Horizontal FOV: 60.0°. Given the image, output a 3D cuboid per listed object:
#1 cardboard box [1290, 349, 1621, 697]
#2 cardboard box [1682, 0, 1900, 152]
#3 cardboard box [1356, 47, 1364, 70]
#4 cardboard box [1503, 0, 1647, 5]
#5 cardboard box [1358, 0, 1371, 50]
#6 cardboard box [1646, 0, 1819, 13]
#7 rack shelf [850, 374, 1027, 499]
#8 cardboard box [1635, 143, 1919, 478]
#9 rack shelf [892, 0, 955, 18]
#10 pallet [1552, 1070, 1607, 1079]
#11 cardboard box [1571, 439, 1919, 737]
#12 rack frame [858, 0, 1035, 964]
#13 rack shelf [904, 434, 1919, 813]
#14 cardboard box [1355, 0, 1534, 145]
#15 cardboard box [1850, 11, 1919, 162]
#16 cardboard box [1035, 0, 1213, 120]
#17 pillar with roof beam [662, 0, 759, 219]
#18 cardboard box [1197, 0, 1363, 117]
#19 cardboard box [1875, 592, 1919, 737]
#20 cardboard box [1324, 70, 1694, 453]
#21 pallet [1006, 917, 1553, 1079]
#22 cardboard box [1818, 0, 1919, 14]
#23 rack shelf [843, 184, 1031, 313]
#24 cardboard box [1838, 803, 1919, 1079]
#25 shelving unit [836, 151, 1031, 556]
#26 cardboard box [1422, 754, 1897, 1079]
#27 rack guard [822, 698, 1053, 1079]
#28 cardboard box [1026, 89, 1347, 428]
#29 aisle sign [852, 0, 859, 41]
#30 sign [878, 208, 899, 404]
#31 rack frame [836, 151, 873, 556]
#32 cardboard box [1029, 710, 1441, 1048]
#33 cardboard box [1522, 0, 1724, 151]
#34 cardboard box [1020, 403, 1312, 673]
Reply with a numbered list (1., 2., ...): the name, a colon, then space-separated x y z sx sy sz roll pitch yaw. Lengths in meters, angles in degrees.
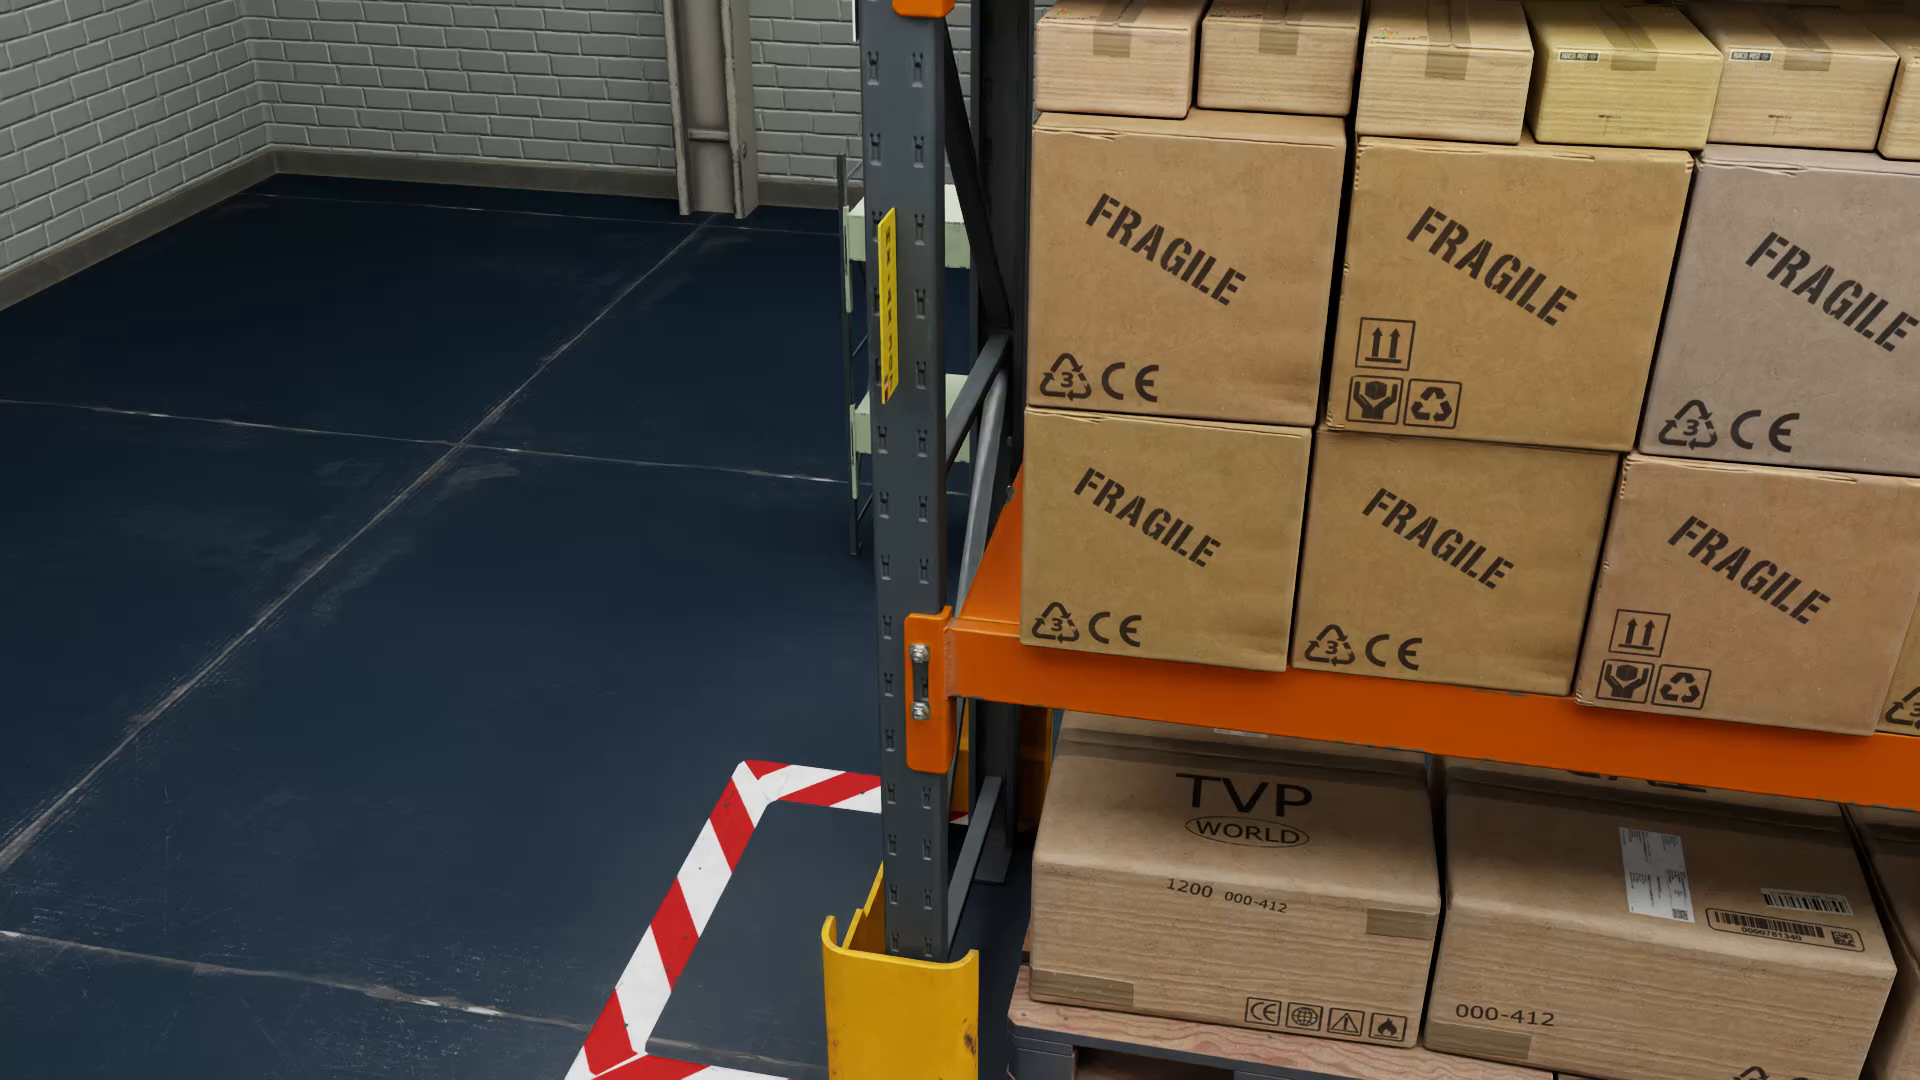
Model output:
1. cardboard box: 0.908 -0.071 3.152 0.500 0.500 0.500 5 29 10
2. cardboard box: 1.318 -0.757 2.689 0.250 0.149 0.380 6 29 11
3. cardboard box: 1.037 -0.755 3.361 0.500 0.500 0.500 6 29 11
4. cardboard box: 1.152 -1.028 3.183 0.250 0.149 0.380 7 29 12
5. cardboard box: 0.914 -1.072 3.265 0.250 0.149 0.380 6 29 10
6. cardboard box: 1.393 -0.968 3.074 0.250 0.149 0.380 6 29 10
7. rack shelf: 0.007 -0.371 6.045 0.720 0.370 0.431 6 29 11
8. cardboard box: 1.420 -0.452 2.807 0.500 0.500 0.500 6 29 10
9. rack shelf: 1.954 -1.048 2.665 4.000 0.370 1.077 6 29 11
10. pallet: 1.986 1.142 3.944 1.213 0.211 1.003 6 29 11
11. cardboard box: 1.402 -0.012 3.044 0.500 0.500 0.500 6 29 10
12. rack frame: -0.002 -0.248 3.579 0.127 3.000 1.000 6 29 11
13. rack shelf: 1.954 0.268 3.386 4.000 0.370 1.077 6 29 11
14. cardboard box: 0.789 -0.777 2.724 0.250 0.149 0.380 7 29 12
15. cardboard box: 1.553 -0.712 2.607 0.250 0.149 0.380 6 29 11
16. cardboard box: 0.288 -0.849 2.857 0.250 0.149 0.380 6 29 12
17. pillar with roof beam: -2.316 -3.883 3.972 0.400 9.000 9.100 6 29 11
18. cardboard box: 0.559 -0.856 2.870 0.250 0.149 0.380 7 29 12
19. cardboard box: 1.895 0.031 2.966 0.500 0.500 0.500 7 29 12
20. cardboard box: 0.915 -0.500 2.894 0.500 0.500 0.500 5 29 9
21. pallet: 0.797 1.019 4.170 1.213 0.211 1.003 6 29 11
22. cardboard box: 1.650 -0.971 3.079 0.250 0.149 0.380 7 29 12
23. rack shelf: 0.007 -1.000 5.701 0.720 0.370 0.431 6 29 11
24. cardboard box: 2.443 0.890 3.732 0.875 0.438 0.875 5 29 9
25. shelving unit: 0.007 -0.657 5.889 0.755 1.500 0.431 6 29 11
26. cardboard box: 1.561 0.799 3.898 0.875 0.438 0.875 7 29 12
27. rack guard: -0.025 0.846 4.184 0.348 0.500 1.175 6 29 11
28. cardboard box: 0.408 -0.549 2.983 0.500 0.500 0.500 5 29 9
29. aisle sign: -0.133 -1.259 2.720 0.004 0.787 0.394 6 29 11
30. sign: -0.124 -0.402 2.878 0.005 0.325 0.100 6 29 11
31. rack frame: -0.351 -0.694 5.956 0.023 1.500 0.400 6 29 11
32. cardboard box: 0.665 0.711 4.059 0.875 0.438 0.875 5 29 9
33. cardboard box: 1.050 -0.759 2.691 0.250 0.149 0.380 5 29 9
34. cardboard box: 0.408 -0.109 3.221 0.500 0.500 0.500 6 29 10
